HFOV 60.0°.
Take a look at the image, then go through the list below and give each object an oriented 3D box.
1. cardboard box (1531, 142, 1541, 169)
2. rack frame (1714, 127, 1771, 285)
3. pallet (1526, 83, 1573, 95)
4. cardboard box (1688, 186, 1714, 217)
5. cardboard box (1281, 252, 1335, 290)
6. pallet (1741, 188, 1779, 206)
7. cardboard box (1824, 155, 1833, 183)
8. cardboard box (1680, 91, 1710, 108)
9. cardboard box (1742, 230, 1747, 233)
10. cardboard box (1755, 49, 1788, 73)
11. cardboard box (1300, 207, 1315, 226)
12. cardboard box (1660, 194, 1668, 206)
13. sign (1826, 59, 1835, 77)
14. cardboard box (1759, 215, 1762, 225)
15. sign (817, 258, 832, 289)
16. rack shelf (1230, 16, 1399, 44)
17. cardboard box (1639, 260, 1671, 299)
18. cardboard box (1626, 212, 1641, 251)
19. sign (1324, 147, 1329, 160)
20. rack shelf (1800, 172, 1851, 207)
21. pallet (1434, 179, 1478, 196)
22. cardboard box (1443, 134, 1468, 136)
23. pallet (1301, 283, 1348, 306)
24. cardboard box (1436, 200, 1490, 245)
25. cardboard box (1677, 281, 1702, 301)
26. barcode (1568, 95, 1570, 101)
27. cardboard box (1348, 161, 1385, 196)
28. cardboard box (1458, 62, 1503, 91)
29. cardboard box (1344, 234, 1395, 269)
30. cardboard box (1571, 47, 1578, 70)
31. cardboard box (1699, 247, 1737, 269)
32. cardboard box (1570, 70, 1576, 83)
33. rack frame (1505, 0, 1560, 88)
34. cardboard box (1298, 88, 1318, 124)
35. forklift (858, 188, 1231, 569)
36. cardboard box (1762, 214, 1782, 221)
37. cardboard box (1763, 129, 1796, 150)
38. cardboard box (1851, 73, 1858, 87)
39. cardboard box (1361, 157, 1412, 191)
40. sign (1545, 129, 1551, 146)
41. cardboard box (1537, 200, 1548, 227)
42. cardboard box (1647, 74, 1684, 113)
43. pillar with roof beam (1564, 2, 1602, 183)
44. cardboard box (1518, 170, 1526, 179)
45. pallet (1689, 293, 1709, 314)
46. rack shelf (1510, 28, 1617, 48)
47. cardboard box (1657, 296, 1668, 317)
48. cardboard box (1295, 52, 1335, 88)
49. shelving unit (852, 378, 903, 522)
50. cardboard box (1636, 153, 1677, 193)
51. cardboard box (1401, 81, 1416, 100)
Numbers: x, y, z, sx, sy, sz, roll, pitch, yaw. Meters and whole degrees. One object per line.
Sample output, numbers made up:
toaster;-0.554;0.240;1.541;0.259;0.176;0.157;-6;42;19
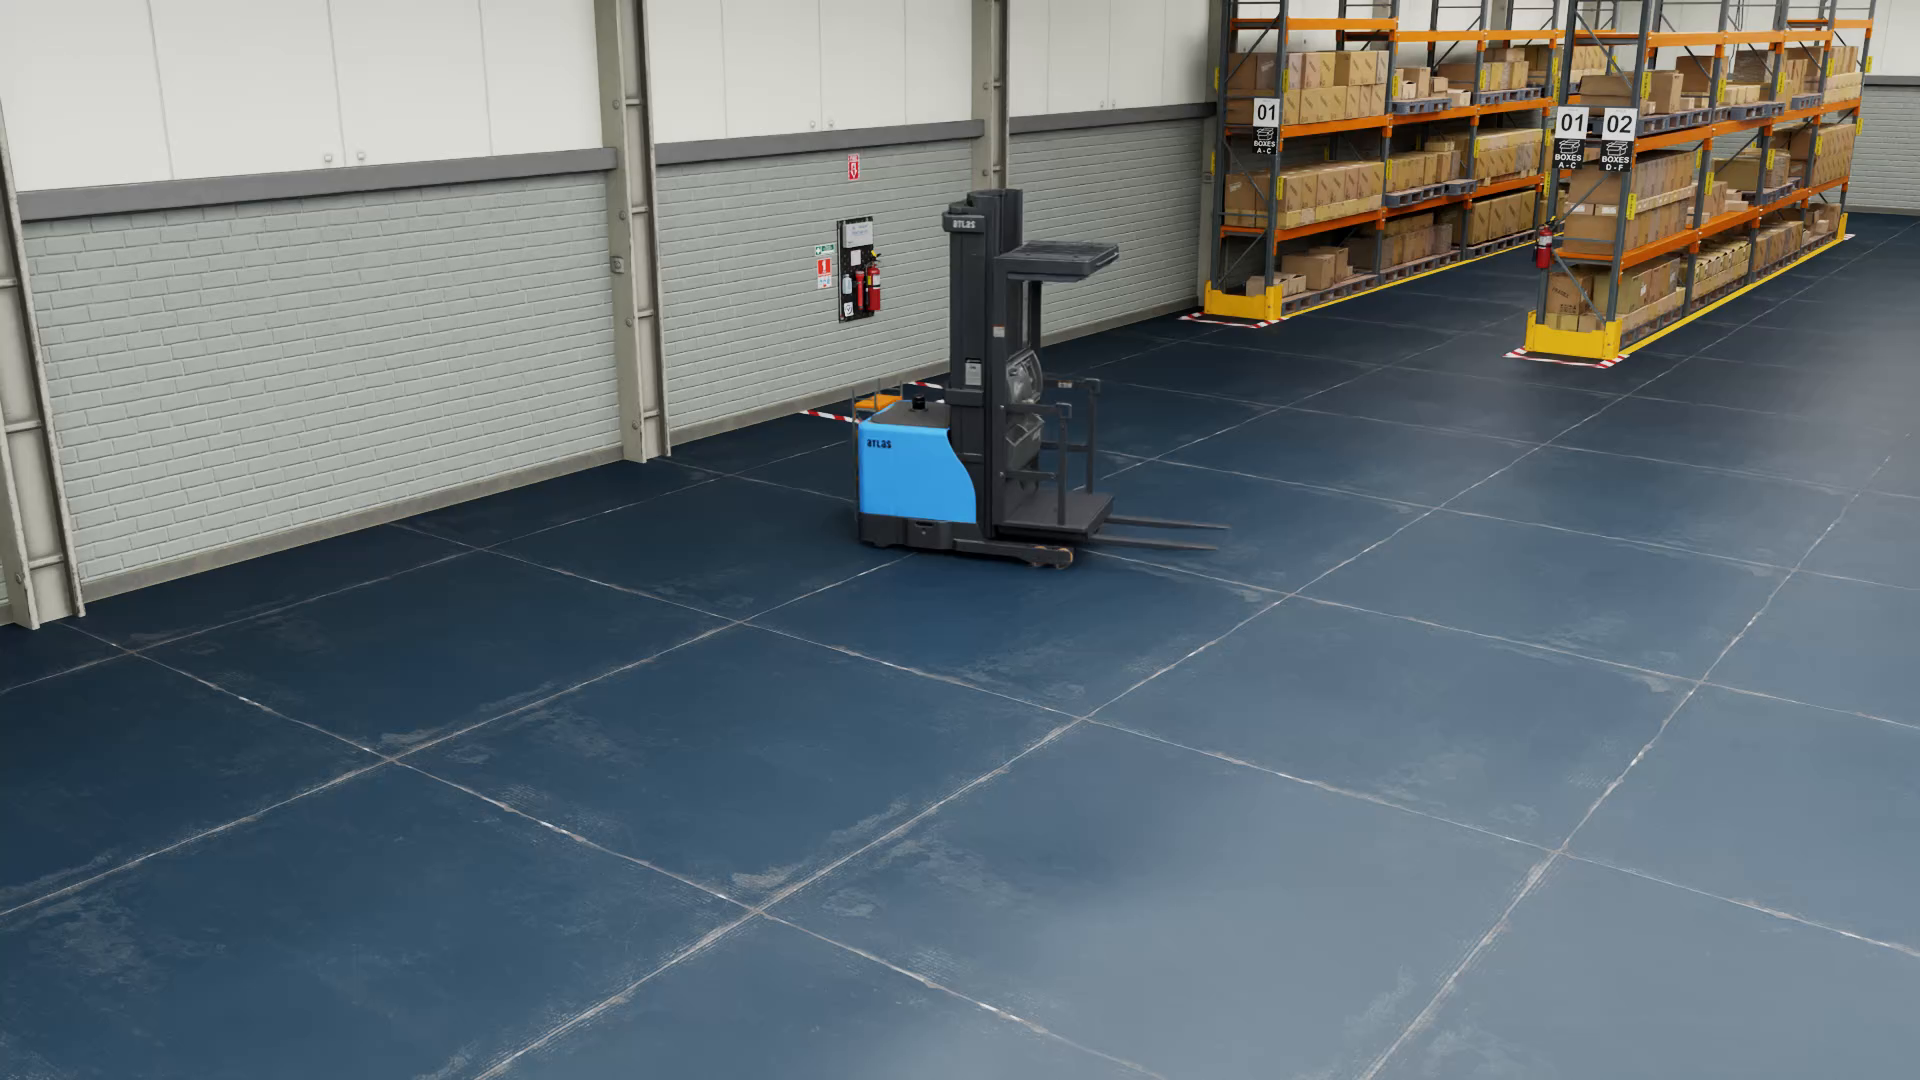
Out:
cardboard box;11.306;-7.722;33.347;0.500;0.500;0.500;12;21;34
rack frame;12.975;-5.850;28.023;1.000;3.000;0.127;12;21;35
pallet;11.874;-9.260;34.097;1.003;0.211;1.213;12;21;35
cardboard box;11.377;-5.250;25.924;0.500;0.500;0.500;14;22;39
cardboard box;5.530;-4.286;26.459;0.700;0.500;0.500;11;20;31
pallet;13.323;-5.932;28.611;1.213;0.211;1.003;12;21;35
cardboard box;16.484;-7.165;32.089;0.500;0.500;0.500;12;21;34
cardboard box;10.967;-6.603;24.937;0.500;0.250;0.500;15;23;40
cardboard box;13.653;-5.253;29.576;0.500;0.500;0.500;12;21;33
cardboard box;13.848;-8.153;28.528;0.500;0.500;0.500;12;21;35
cardboard box;5.072;-4.943;25.322;0.500;0.250;0.500;12;21;33
cardboard box;9.689;-4.786;23.335;0.380;0.149;0.250;13;22;36
sign;15.807;-8.573;30.198;0.100;0.325;0.005;12;21;35
cardboard box;14.279;-5.867;30.286;0.500;0.250;0.500;12;21;35
sign;-1.540;-3.031;18.886;0.001;0.329;0.234;12;21;35
rack shelf;5.420;-7.815;25.454;1.077;0.370;4.000;12;21;35
cardboard box;9.889;-3.757;23.947;0.500;0.500;0.500;12;21;35
cardboard box;8.806;-4.227;22.629;0.700;0.500;0.500;13;22;36
sign;6.164;-6.422;27.912;0.100;0.325;0.005;12;21;35
rack shelf;16.550;-6.935;32.731;1.077;0.370;4.000;12;21;35
pallet;8.656;-6.444;30.260;1.213;0.211;1.003;12;21;35
cardboard box;9.368;-7.558;31.556;0.500;0.250;0.500;12;21;33
pallet;5.513;-3.982;26.710;1.003;0.211;1.213;12;21;35
cardboard box;9.538;-6.050;31.585;0.750;0.750;0.750;12;21;34
cardboard box;11.031;-3.837;25.469;0.500;0.250;0.500;12;21;33
barcode;8.001;-5.811;21.862;0.001;0.075;0.075;12;21;35
cardboard box;6.578;-5.900;27.140;0.500;0.500;0.500;12;21;35
cardboard box;9.851;-8.805;31.572;0.700;0.500;0.500;14;22;37
cardboard box;7.037;-4.966;28.650;0.700;0.500;0.500;13;22;37
cardboard box;12.330;-9.888;34.081;0.500;0.500;0.500;12;21;34
cardboard box;12.254;-4.592;26.956;0.500;0.311;0.500;12;21;34
cardboard box;12.317;-9.523;34.170;0.500;0.250;0.500;12;21;34
rack frame;11.378;-10.542;33.017;1.000;3.000;0.127;12;21;35
cardboard box;4.977;-6.466;24.746;0.500;0.500;0.500;14;22;38
forklift;0.714;-1.342;13.624;3.031;2.935;1.130;5;18;17
cardboard box;15.470;-6.005;31.995;0.500;0.500;0.500;12;21;35
cardboard box;15.452;-7.494;31.463;0.500;0.500;0.500;13;21;35
cardboard box;17.343;-9.068;32.739;0.500;0.250;0.500;12;21;35
cardboard box;7.281;-6.276;28.486;0.700;0.500;0.500;15;23;40
sign;11.820;-8.098;33.445;0.100;0.325;0.005;12;21;35
cardboard box;11.906;-6.844;34.730;0.700;0.500;0.500;13;21;35
cardboard box;9.418;-6.039;22.463;0.500;0.500;0.500;12;21;35
pillar with roof beam;18.133;-11.530;36.198;9.100;9.000;0.400;12;21;35
cardboard box;10.972;-7.245;32.905;0.380;0.149;0.250;12;21;35
pallet;11.000;-3.748;25.956;1.003;0.211;1.213;12;21;35
rack shelf;12.570;-10.484;34.717;1.077;0.370;4.000;12;21;35
cardboard box;9.899;-3.396;24.051;0.500;0.250;0.500;12;21;35
cardboard box;5.289;-7.069;25.005;0.500;0.500;0.500;13;22;36
shelving unit;-0.724;-0.792;14.769;0.258;1.200;0.503;8;19;24
cardboard box;9.734;-5.218;23.632;0.700;0.500;0.500;12;21;35
cardboard box;7.369;-7.625;28.123;0.500;0.311;0.500;13;22;36
